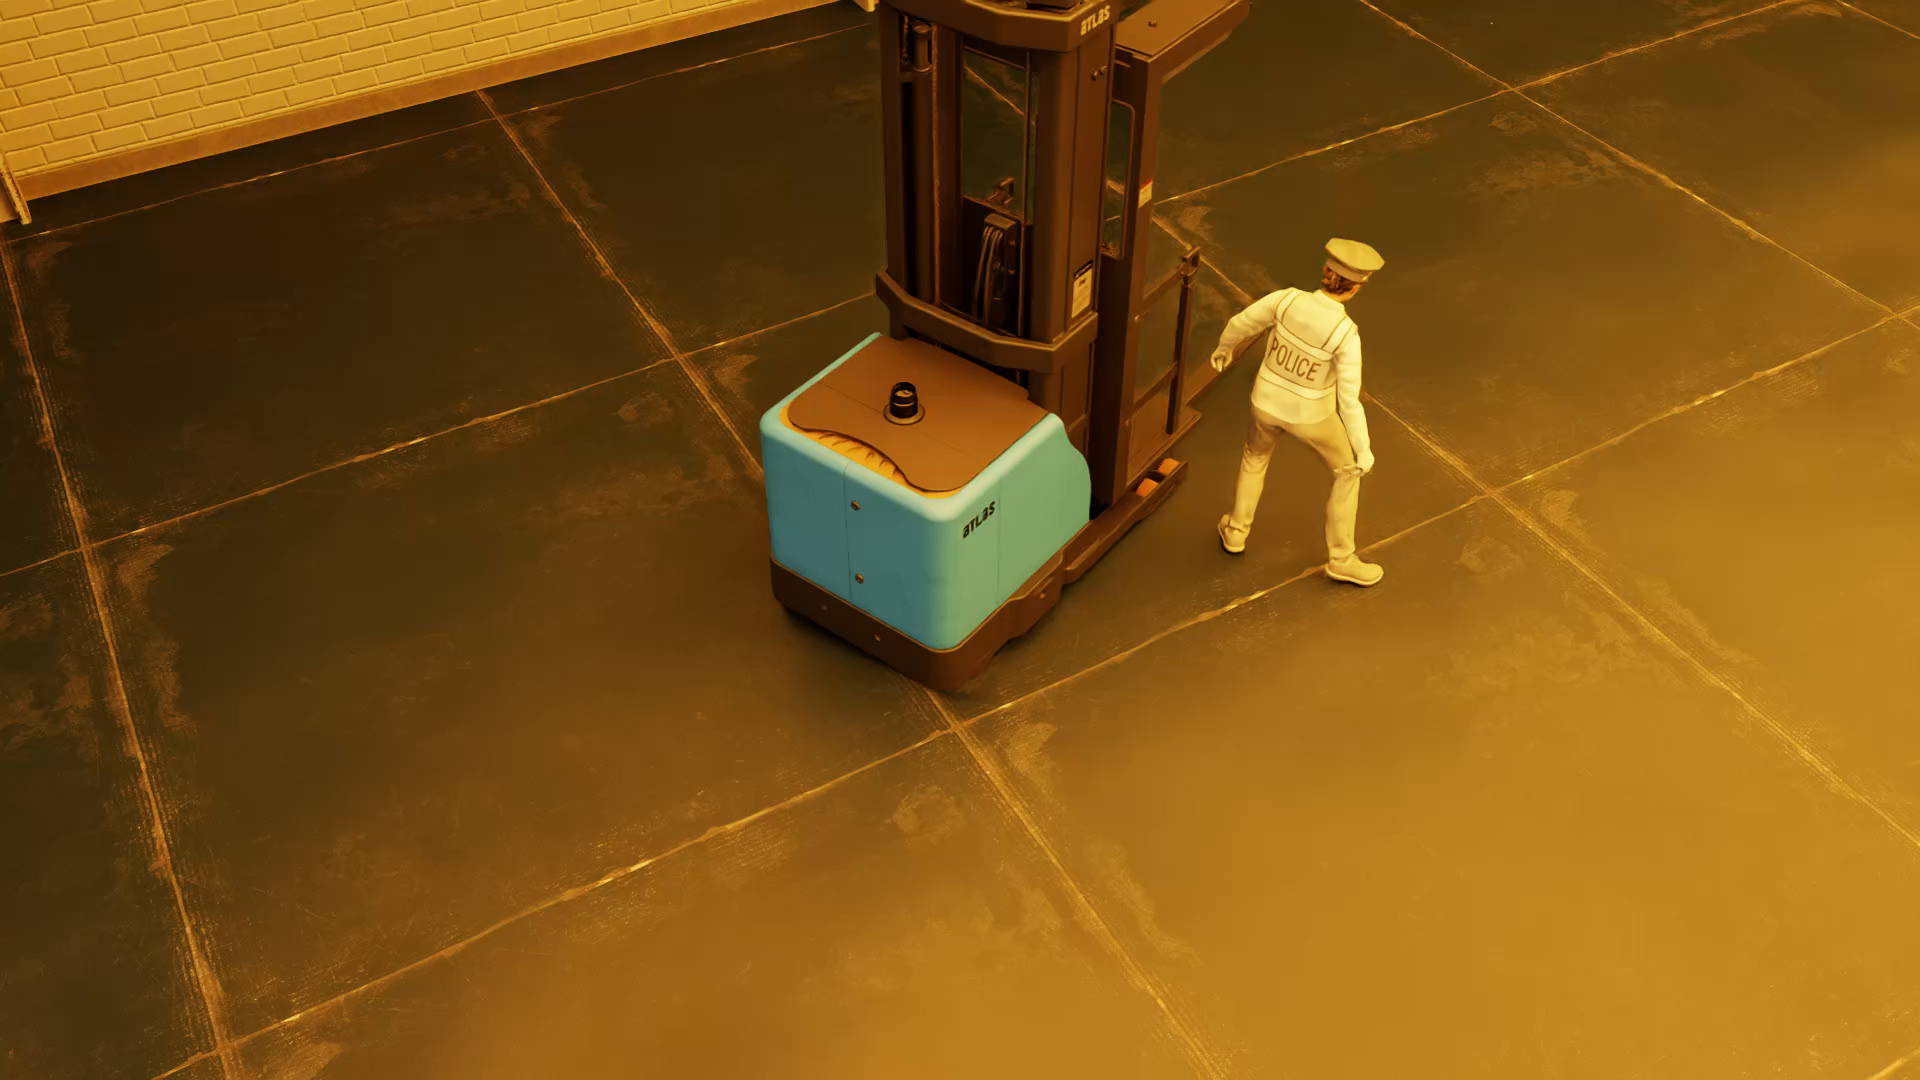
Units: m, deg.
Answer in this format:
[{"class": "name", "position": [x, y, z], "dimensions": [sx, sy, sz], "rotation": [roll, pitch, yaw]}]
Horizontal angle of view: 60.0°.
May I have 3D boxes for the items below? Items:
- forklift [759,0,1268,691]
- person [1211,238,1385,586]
[{"class": "forklift", "position": [0.451, -1.386, 7.192], "dimensions": [1.130, 2.935, 3.031], "rotation": [27, 49, 26]}, {"class": "person", "position": [1.518, -0.574, 7.306], "dimensions": [0.988, 1.618, 0.462], "rotation": [28, 49, 27]}]
